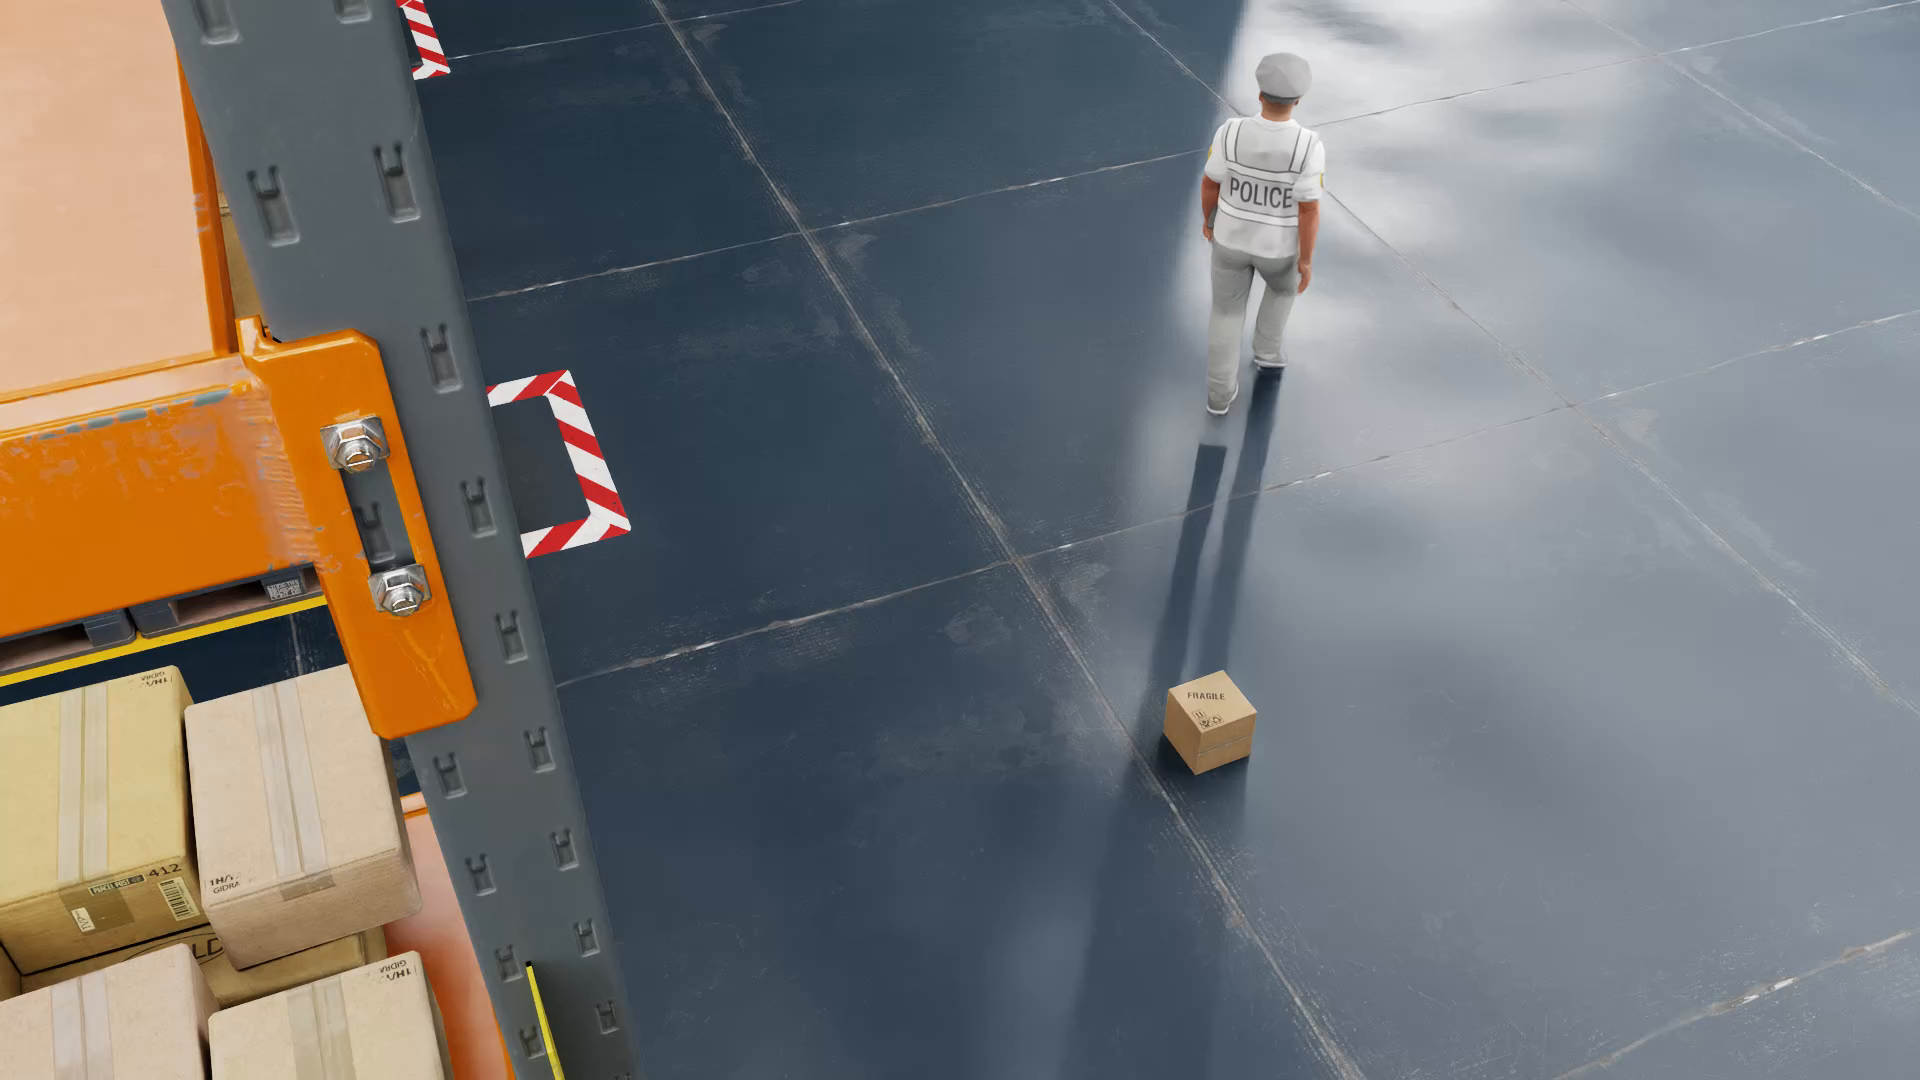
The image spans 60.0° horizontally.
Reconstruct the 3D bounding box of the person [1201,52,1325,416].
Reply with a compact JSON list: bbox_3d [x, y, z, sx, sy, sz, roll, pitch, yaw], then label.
[{"bbox_3d":[1.389,-1.423,7.770,0.560,1.834,0.725,10,43,12],"label":"person"}]
